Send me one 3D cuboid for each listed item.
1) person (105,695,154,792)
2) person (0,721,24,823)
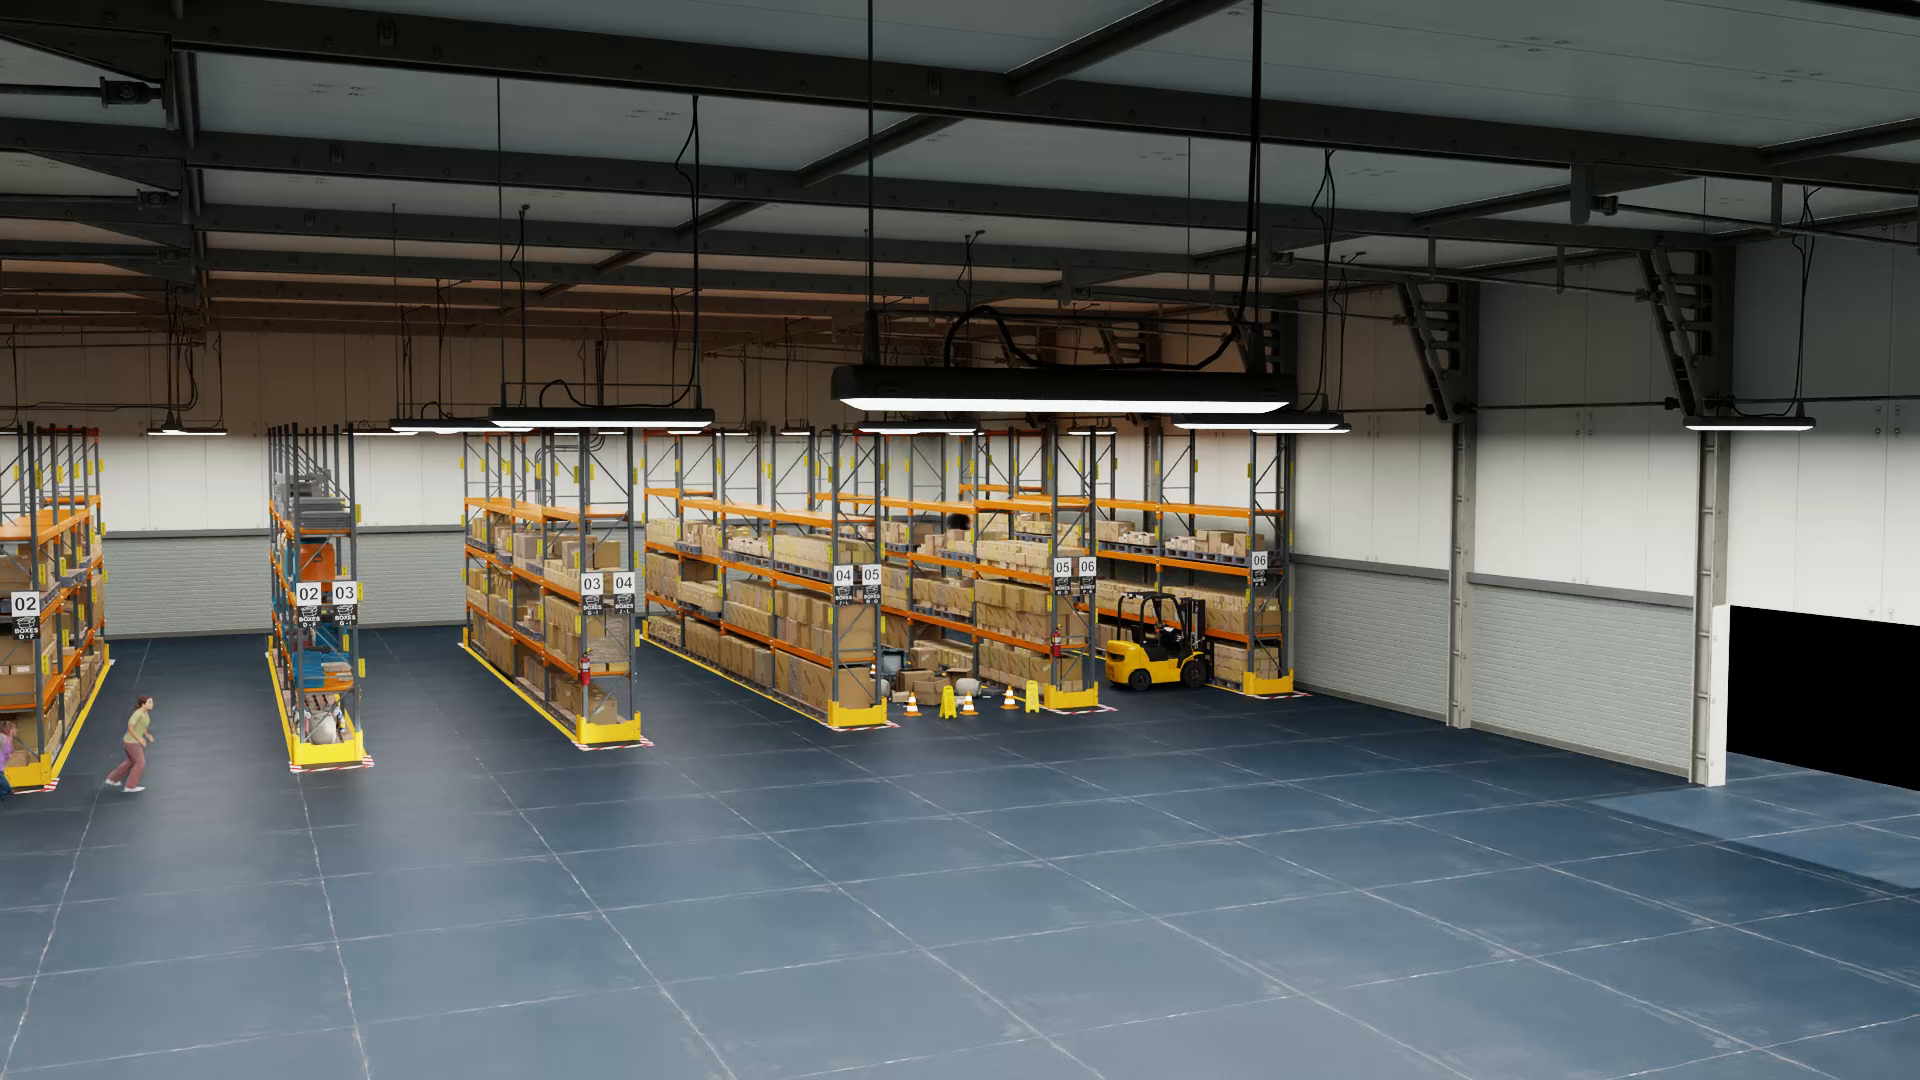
[{"bbox_3d":[-13.459,3.290,26.942,0.775,1.580,0.595,-1,4,-16],"label":"person"},{"bbox_3d":[-14.304,3.460,24.752,0.661,1.529,0.538,-1,4,-12],"label":"person"}]
